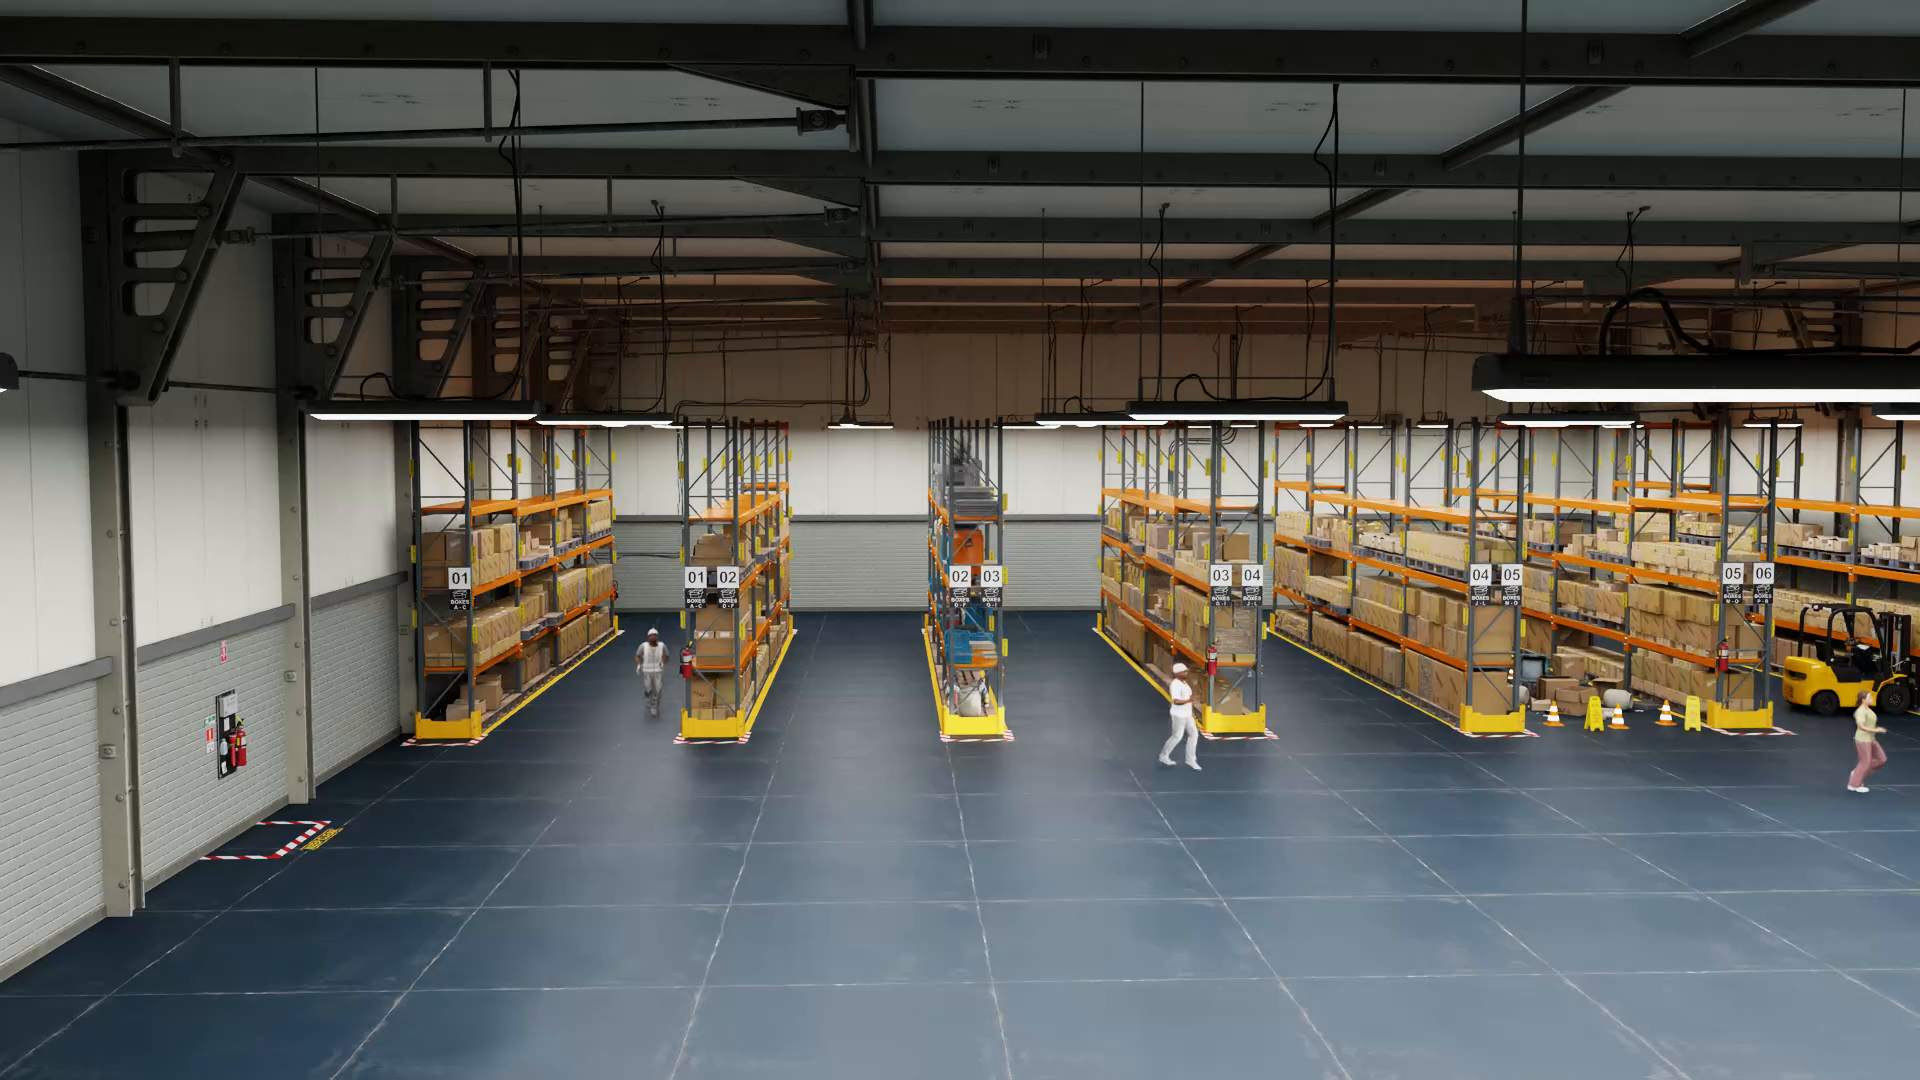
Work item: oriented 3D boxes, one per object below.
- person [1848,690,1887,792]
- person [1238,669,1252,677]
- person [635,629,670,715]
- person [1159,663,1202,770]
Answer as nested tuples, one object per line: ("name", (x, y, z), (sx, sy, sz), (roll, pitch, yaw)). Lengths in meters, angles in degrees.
("person", (14.349, 3.193, 26.296), (0.580, 1.610, 0.567), (-4, 5, -45))
("person", (6.664, 2.356, 39.089), (0.534, 1.619, 0.827), (0, 4, -4))
("person", (-6.197, 2.663, 33.588), (0.684, 1.732, 0.594), (-1, 4, -15))
("person", (3.738, 2.995, 28.165), (0.737, 1.823, 0.677), (2, 4, 27))
